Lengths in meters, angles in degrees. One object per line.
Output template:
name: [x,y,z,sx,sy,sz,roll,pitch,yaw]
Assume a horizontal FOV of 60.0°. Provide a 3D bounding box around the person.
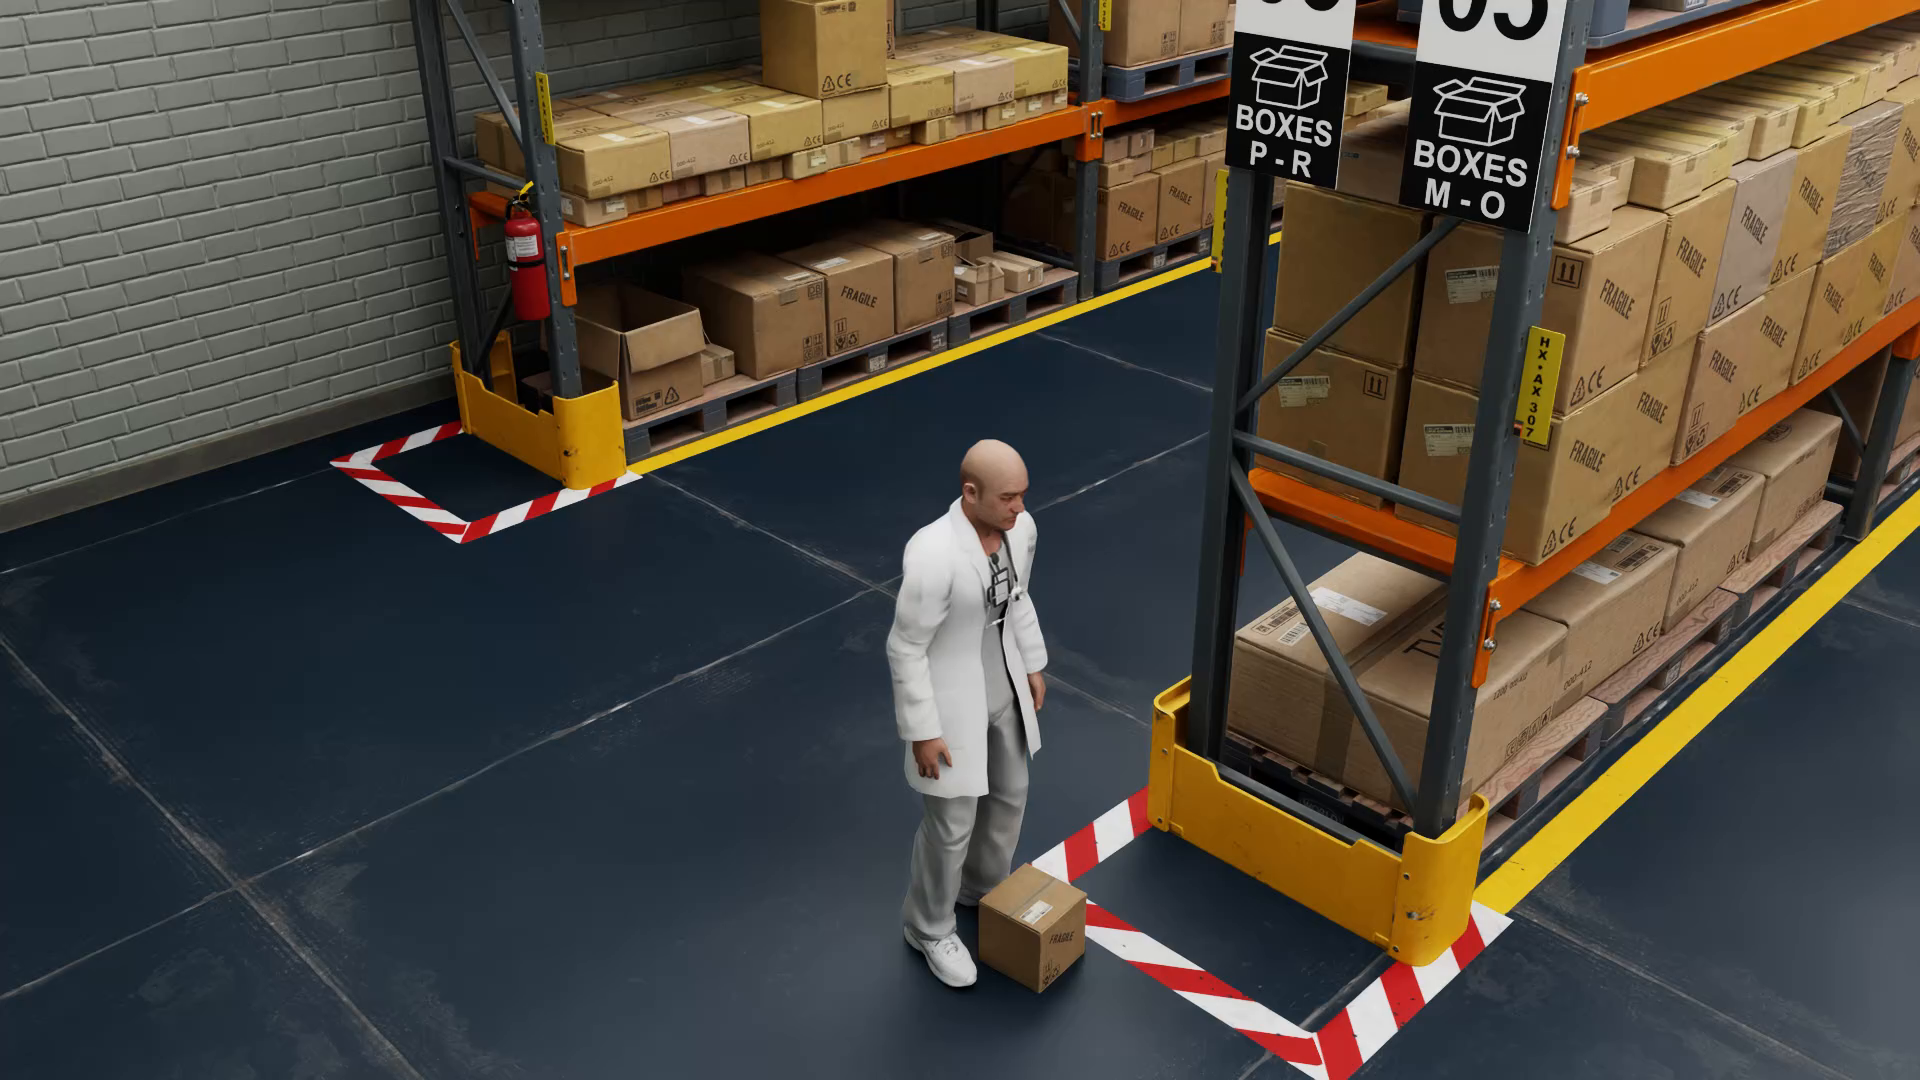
person: [0.043,0.502,5.168,0.419,1.774,0.643,22,34,35]
